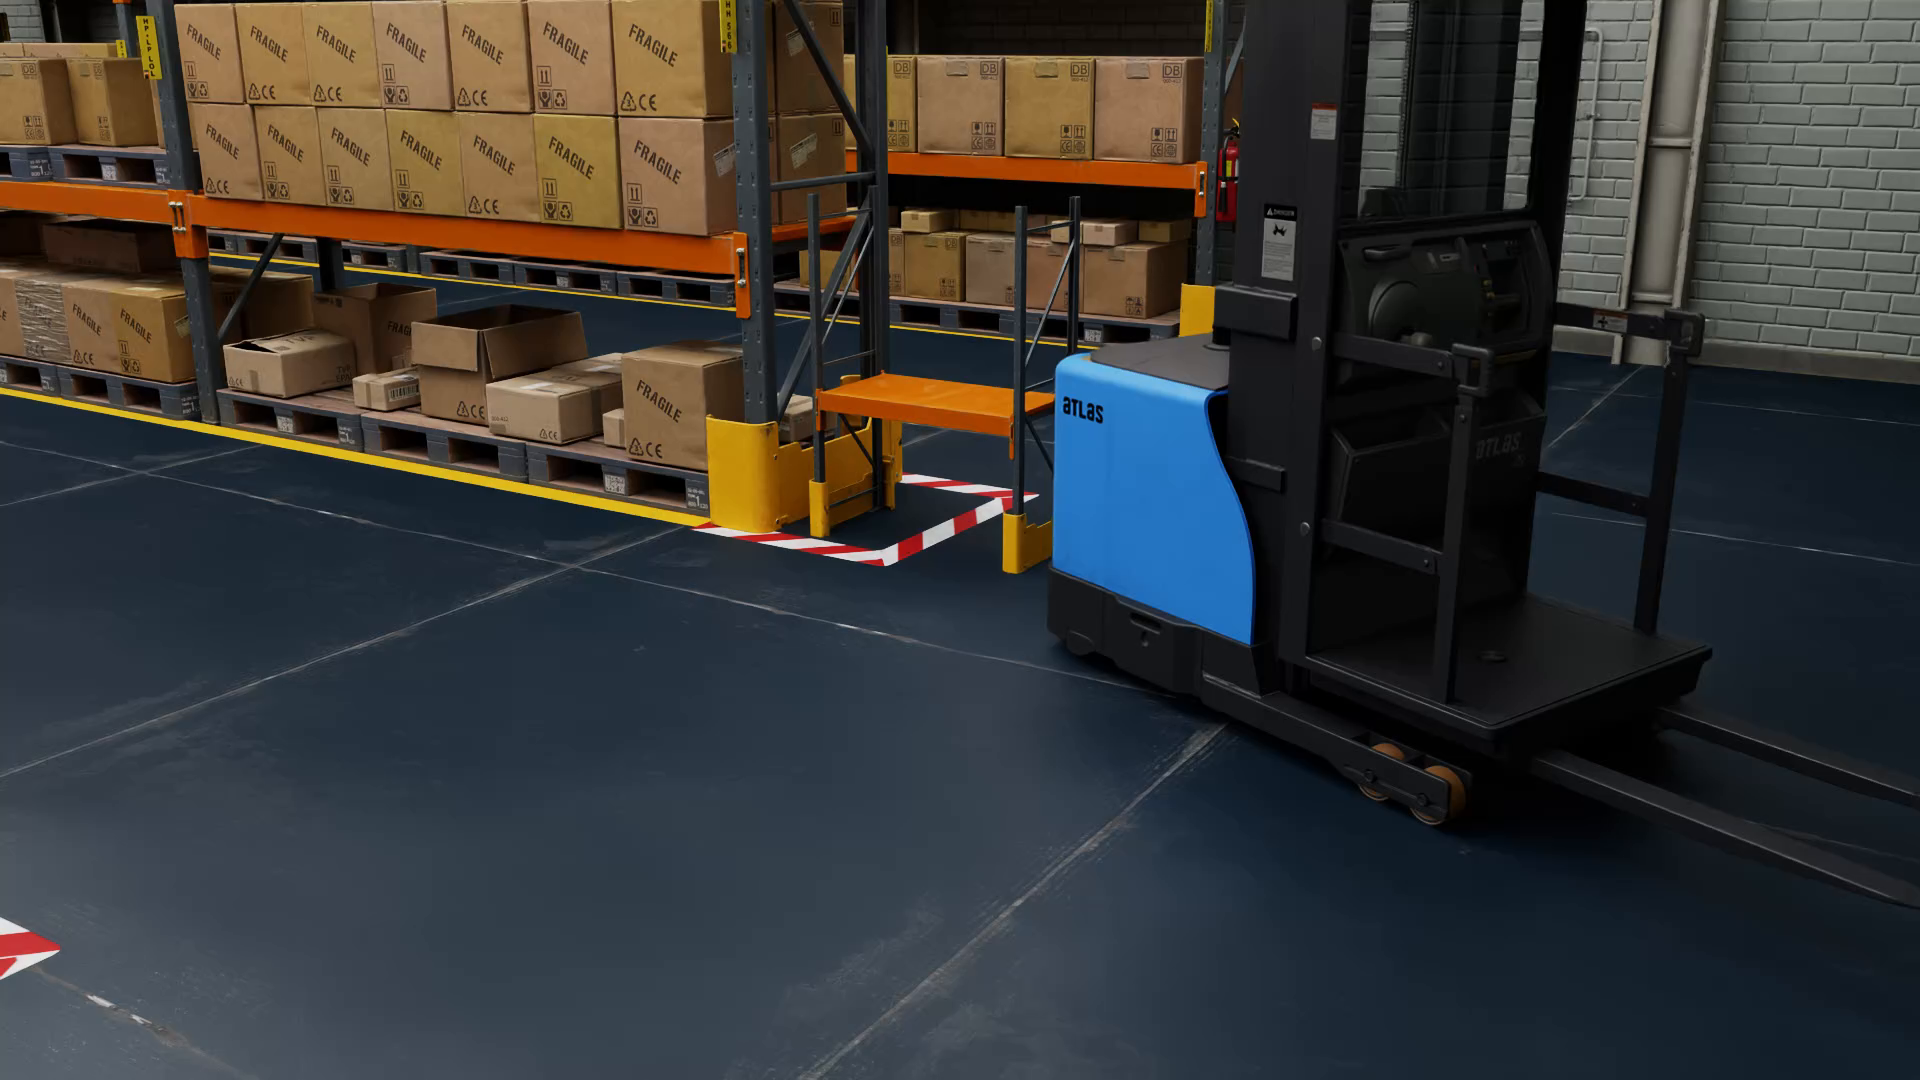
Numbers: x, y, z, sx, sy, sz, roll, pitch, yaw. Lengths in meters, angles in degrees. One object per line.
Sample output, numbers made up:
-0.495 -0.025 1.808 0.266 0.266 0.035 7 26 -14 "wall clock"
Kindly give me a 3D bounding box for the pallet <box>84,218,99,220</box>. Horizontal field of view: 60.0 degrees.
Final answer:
-8.880 -3.427 18.301 1.213 0.211 1.003 10 20 30 "pallet"

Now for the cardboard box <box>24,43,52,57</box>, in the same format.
-9.705 -5.114 17.989 0.500 0.500 0.500 9 19 28 "cardboard box"

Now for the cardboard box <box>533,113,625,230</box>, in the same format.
-1.621 -1.742 7.784 0.500 0.500 0.500 10 20 31 "cardboard box"

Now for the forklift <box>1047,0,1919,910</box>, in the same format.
1.591 -0.754 4.820 1.130 2.935 3.031 -12 21 -34 "forklift"

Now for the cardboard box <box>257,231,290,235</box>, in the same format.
-6.773 -3.421 17.027 0.500 0.500 0.700 10 20 31 "cardboard box"

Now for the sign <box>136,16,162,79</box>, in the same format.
-4.349 -2.640 8.919 0.005 0.325 0.100 10 20 30 "sign"

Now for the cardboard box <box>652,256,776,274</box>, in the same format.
-2.094 -2.690 14.054 0.750 0.750 0.750 10 20 31 "cardboard box"

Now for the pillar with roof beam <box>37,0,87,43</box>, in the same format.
-12.901 -7.189 15.564 0.400 9.000 9.100 10 20 30 "pillar with roof beam"

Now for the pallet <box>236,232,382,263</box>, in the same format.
-6.581 -3.031 16.995 1.213 0.211 1.003 10 20 30 "pallet"

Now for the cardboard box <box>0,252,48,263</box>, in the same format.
-6.109 -1.684 11.308 0.500 0.500 0.500 9 19 28 "cardboard box"

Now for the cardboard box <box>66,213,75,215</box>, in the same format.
-10.070 -3.953 18.778 0.500 0.500 0.700 9 19 27 "cardboard box"

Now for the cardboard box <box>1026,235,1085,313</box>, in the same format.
0.861 -2.006 12.401 0.500 0.500 0.700 10 20 30 "cardboard box"

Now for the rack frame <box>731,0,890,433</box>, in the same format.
-0.653 -1.616 7.539 0.127 3.000 1.000 10 20 30 "rack frame"

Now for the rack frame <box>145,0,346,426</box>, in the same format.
-4.061 -2.224 9.542 0.127 3.000 1.000 10 20 30 "rack frame"

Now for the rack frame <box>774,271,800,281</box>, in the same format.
-1.472 -3.451 13.583 0.127 3.000 1.000 10 20 30 "rack frame"

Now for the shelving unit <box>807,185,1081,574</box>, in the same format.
-0.065 -0.729 7.201 1.083 1.500 0.587 10 20 30 "shelving unit"

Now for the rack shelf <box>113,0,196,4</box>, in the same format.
-9.993 -6.064 18.259 4.000 0.370 1.077 10 20 30 "rack shelf"

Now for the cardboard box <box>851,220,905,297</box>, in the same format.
-0.462 -2.240 13.173 0.500 0.500 0.700 10 20 30 "cardboard box"

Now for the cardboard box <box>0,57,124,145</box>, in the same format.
-5.599 -2.726 10.301 0.500 0.500 0.700 5 18 16 "cardboard box"

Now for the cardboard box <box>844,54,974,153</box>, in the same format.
-0.399 -3.396 12.884 0.700 0.700 0.980 10 19 29 "cardboard box"

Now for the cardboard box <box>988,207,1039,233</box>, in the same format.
0.418 -2.463 12.790 0.250 0.149 0.380 10 20 31 "cardboard box"

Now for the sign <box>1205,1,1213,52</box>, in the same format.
1.641 -3.378 10.941 0.005 0.325 0.100 10 20 30 "sign"

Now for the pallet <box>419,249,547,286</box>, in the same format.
-4.248 -2.587 15.535 1.213 0.211 1.003 10 20 30 "pallet"

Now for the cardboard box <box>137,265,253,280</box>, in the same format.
-4.806 -1.451 10.540 0.500 0.500 0.500 10 20 31 "cardboard box"

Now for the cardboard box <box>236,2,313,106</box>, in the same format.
-3.367 -2.531 8.659 0.500 0.500 0.500 9 19 28 "cardboard box"

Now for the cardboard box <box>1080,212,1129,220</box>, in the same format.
1.067 -2.347 12.410 0.250 0.149 0.380 10 20 30 "cardboard box"

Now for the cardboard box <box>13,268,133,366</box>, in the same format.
-5.476 -1.396 10.360 0.500 0.500 0.500 10 20 31 "cardboard box"

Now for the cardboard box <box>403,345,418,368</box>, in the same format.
-2.788 -1.017 9.439 0.500 0.311 0.500 10 20 30 "cardboard box"

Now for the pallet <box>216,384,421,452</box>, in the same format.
-3.477 -0.785 9.602 1.213 0.211 1.003 10 20 30 "pallet"

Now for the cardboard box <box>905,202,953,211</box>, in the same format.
-0.233 -2.579 13.173 0.250 0.149 0.380 9 19 28 "cardboard box"

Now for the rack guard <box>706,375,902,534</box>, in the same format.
-0.717 -0.431 7.940 0.348 0.500 1.175 10 20 30 "rack guard"

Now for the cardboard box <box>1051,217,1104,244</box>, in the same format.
0.865 -2.253 12.100 0.250 0.149 0.380 11 20 32 "cardboard box"

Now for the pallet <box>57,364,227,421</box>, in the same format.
-4.774 -1.004 10.324 1.213 0.211 1.003 10 20 30 "pallet"

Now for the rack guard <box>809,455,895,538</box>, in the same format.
-0.489 -0.207 7.632 0.087 0.250 0.587 10 20 30 "rack guard"

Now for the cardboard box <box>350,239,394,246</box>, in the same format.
-5.521 -3.171 16.203 0.500 0.500 0.700 10 20 31 "cardboard box"

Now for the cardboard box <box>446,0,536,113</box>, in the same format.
-2.051 -2.296 7.886 0.500 0.500 0.500 11 20 32 "cardboard box"

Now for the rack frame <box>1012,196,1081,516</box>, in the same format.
0.360 -0.653 6.951 0.032 1.500 0.500 10 20 30 "rack frame"

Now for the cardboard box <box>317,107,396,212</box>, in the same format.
-2.906 -1.973 8.544 0.500 0.500 0.500 10 20 30 "cardboard box"

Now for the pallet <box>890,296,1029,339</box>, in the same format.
0.179 -1.797 12.933 1.213 0.211 1.003 10 20 30 "pallet"

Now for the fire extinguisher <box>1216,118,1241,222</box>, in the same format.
1.824 -2.490 11.193 0.183 0.674 0.296 10 20 30 "fire extinguisher"

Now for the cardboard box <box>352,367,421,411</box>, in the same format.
-3.074 -0.832 9.078 0.250 0.166 0.380 10 20 30 "cardboard box"

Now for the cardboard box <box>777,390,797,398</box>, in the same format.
-1.043 -0.657 8.502 0.250 0.166 0.380 10 20 30 "cardboard box"

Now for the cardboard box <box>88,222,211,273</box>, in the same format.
-5.198 -1.883 10.674 0.500 0.250 0.500 10 20 30 "cardboard box"

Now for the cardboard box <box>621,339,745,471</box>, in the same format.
-1.245 -0.652 7.910 0.500 0.500 0.500 10 20 30 "cardboard box"

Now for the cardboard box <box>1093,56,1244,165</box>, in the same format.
1.497 -3.062 11.783 0.700 0.700 0.980 11 20 33 "cardboard box"

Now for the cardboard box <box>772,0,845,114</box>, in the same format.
-0.893 -2.275 7.816 0.500 0.500 0.500 11 20 32 "cardboard box"

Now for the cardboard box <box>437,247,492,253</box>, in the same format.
-4.322 -3.088 15.362 0.750 0.750 0.750 10 19 29 "cardboard box"
